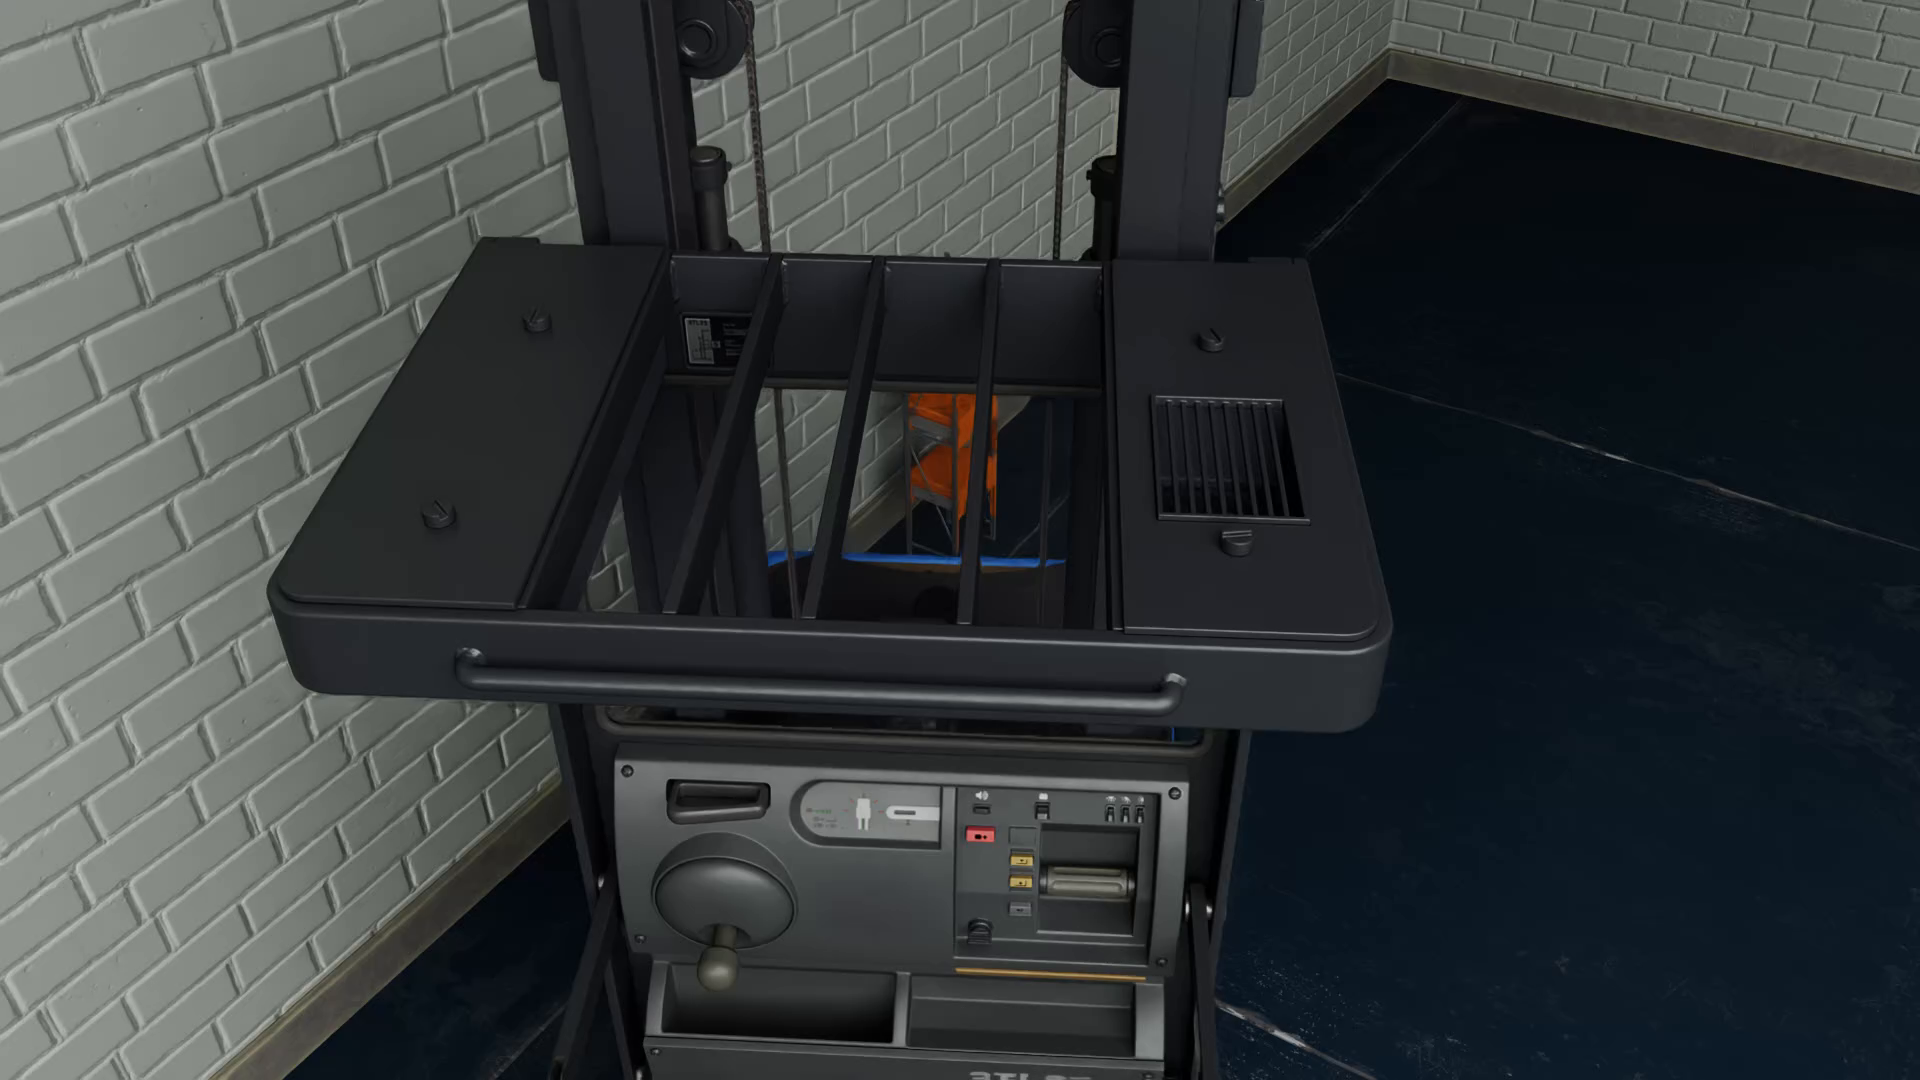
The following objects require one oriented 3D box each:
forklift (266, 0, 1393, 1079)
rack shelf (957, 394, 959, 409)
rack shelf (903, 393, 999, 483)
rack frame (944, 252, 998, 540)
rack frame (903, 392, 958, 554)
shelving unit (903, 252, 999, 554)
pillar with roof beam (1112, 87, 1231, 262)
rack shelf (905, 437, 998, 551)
[{"bbox_3d":[-0.109,0.617,2.549,1.130,2.935,3.031,2,38,3],"label":"forklift"},{"bbox_3d":[-0.029,-0.605,5.227,0.215,0.259,0.240,21,42,25],"label":"rack shelf"},{"bbox_3d":[-0.029,-0.380,5.400,0.215,0.259,0.240,21,42,25],"label":"rack shelf"},{"bbox_3d":[0.037,-0.451,5.475,0.200,1.050,0.008,21,42,25],"label":"rack frame"},{"bbox_3d":[-0.094,-0.325,5.312,0.200,1.050,0.008,21,42,25],"label":"rack frame"},{"bbox_3d":[-0.029,-0.388,5.394,0.215,1.050,0.252,21,42,25],"label":"shelving unit"},{"bbox_3d":[4.451,-3.083,2.378,9.100,9.000,0.400,21,42,25],"label":"pillar with roof beam"},{"bbox_3d":[-0.029,-0.160,5.570,0.215,0.259,0.240,21,42,25],"label":"rack shelf"}]
